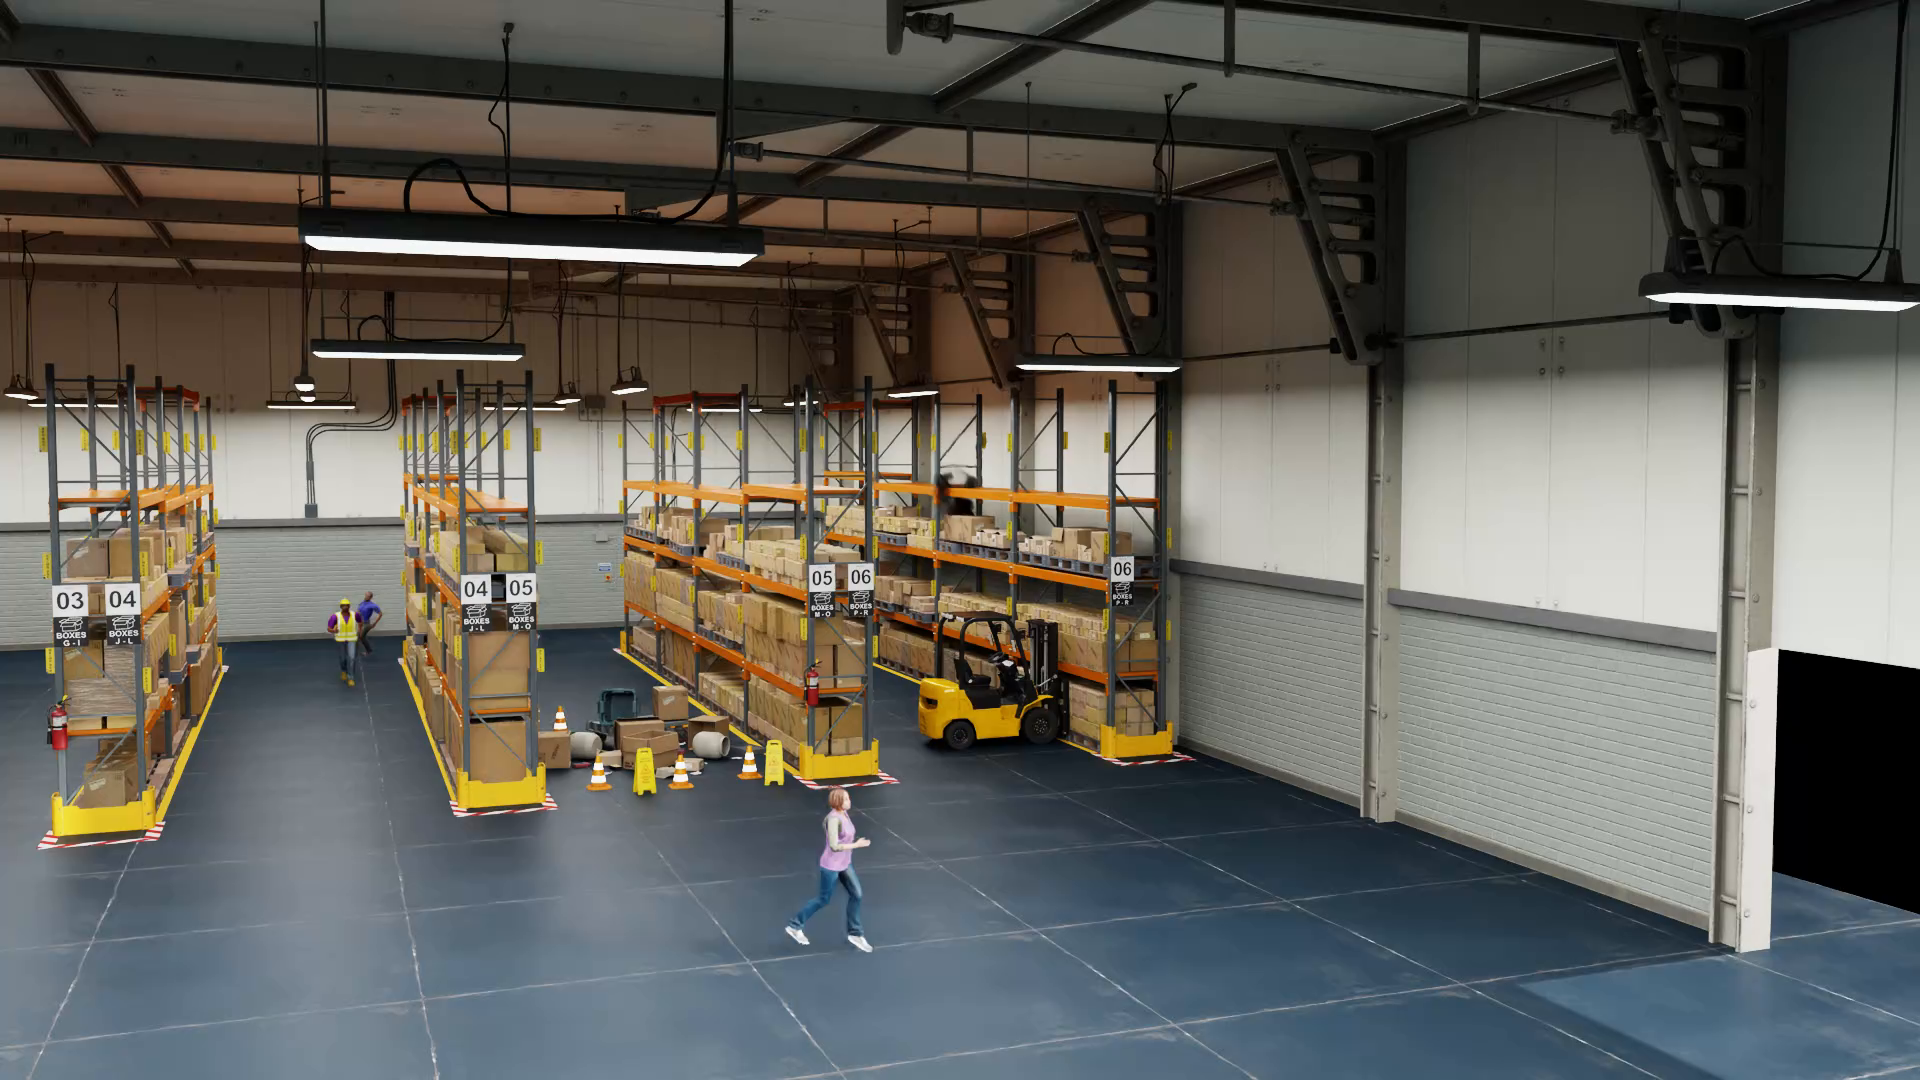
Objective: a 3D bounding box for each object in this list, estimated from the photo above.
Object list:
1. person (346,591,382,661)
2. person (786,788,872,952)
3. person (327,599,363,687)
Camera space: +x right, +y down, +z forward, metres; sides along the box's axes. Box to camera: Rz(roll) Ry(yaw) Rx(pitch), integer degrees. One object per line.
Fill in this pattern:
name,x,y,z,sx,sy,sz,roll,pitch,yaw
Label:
person,-13.838,1.973,38.341,0.829,1.604,0.745,-2,4,-36
person,-1.276,3.254,16.397,0.851,1.606,0.548,1,3,15
person,-12.665,2.092,34.273,0.701,1.768,0.986,-1,4,-22
